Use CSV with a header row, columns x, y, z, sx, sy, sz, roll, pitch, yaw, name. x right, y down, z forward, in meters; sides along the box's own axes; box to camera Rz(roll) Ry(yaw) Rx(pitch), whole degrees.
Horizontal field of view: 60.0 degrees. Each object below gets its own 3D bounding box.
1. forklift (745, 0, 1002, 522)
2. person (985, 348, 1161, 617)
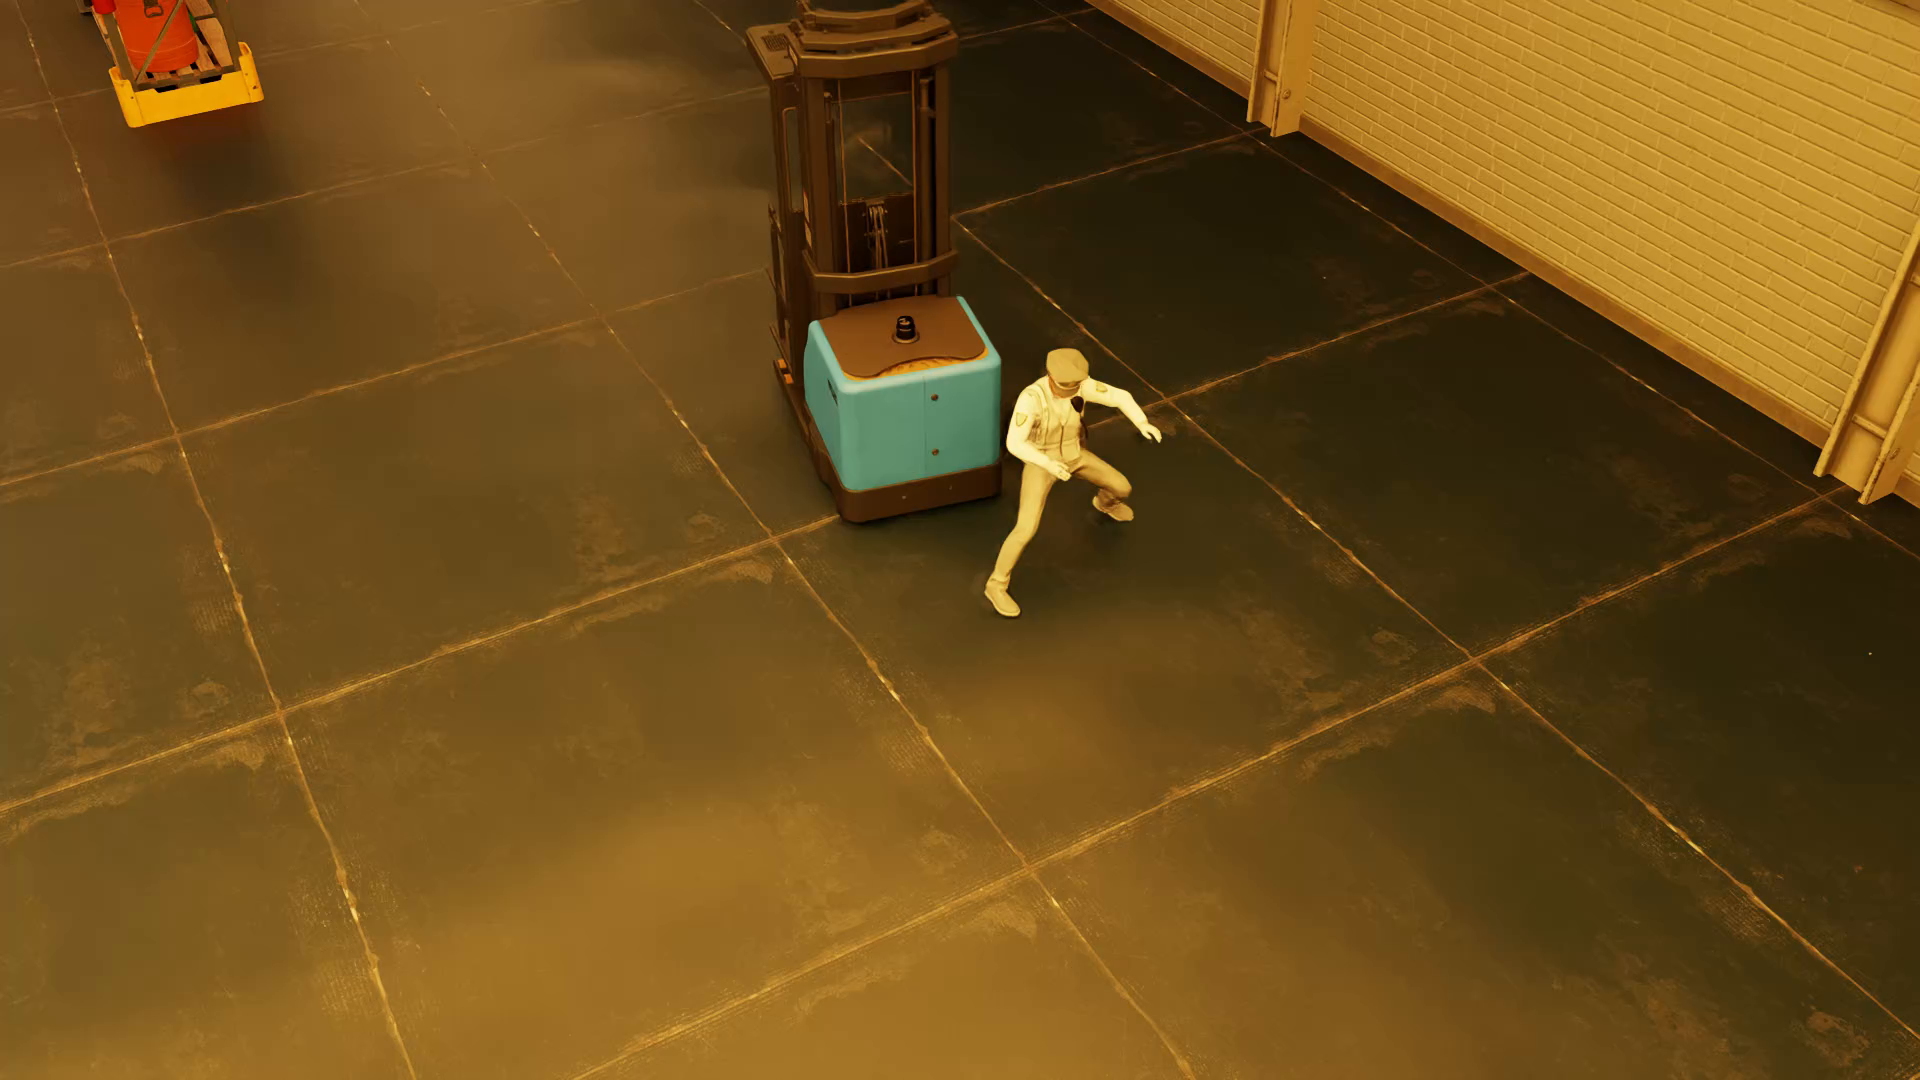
x,y,z,sx,sy,sz,roll,pitch,yaw,name
-0.672,-2.187,10.673,1.130,2.935,3.031,-12,41,-14,forklift
0.646,-0.429,9.714,1.189,1.467,0.682,-17,43,-19,person
